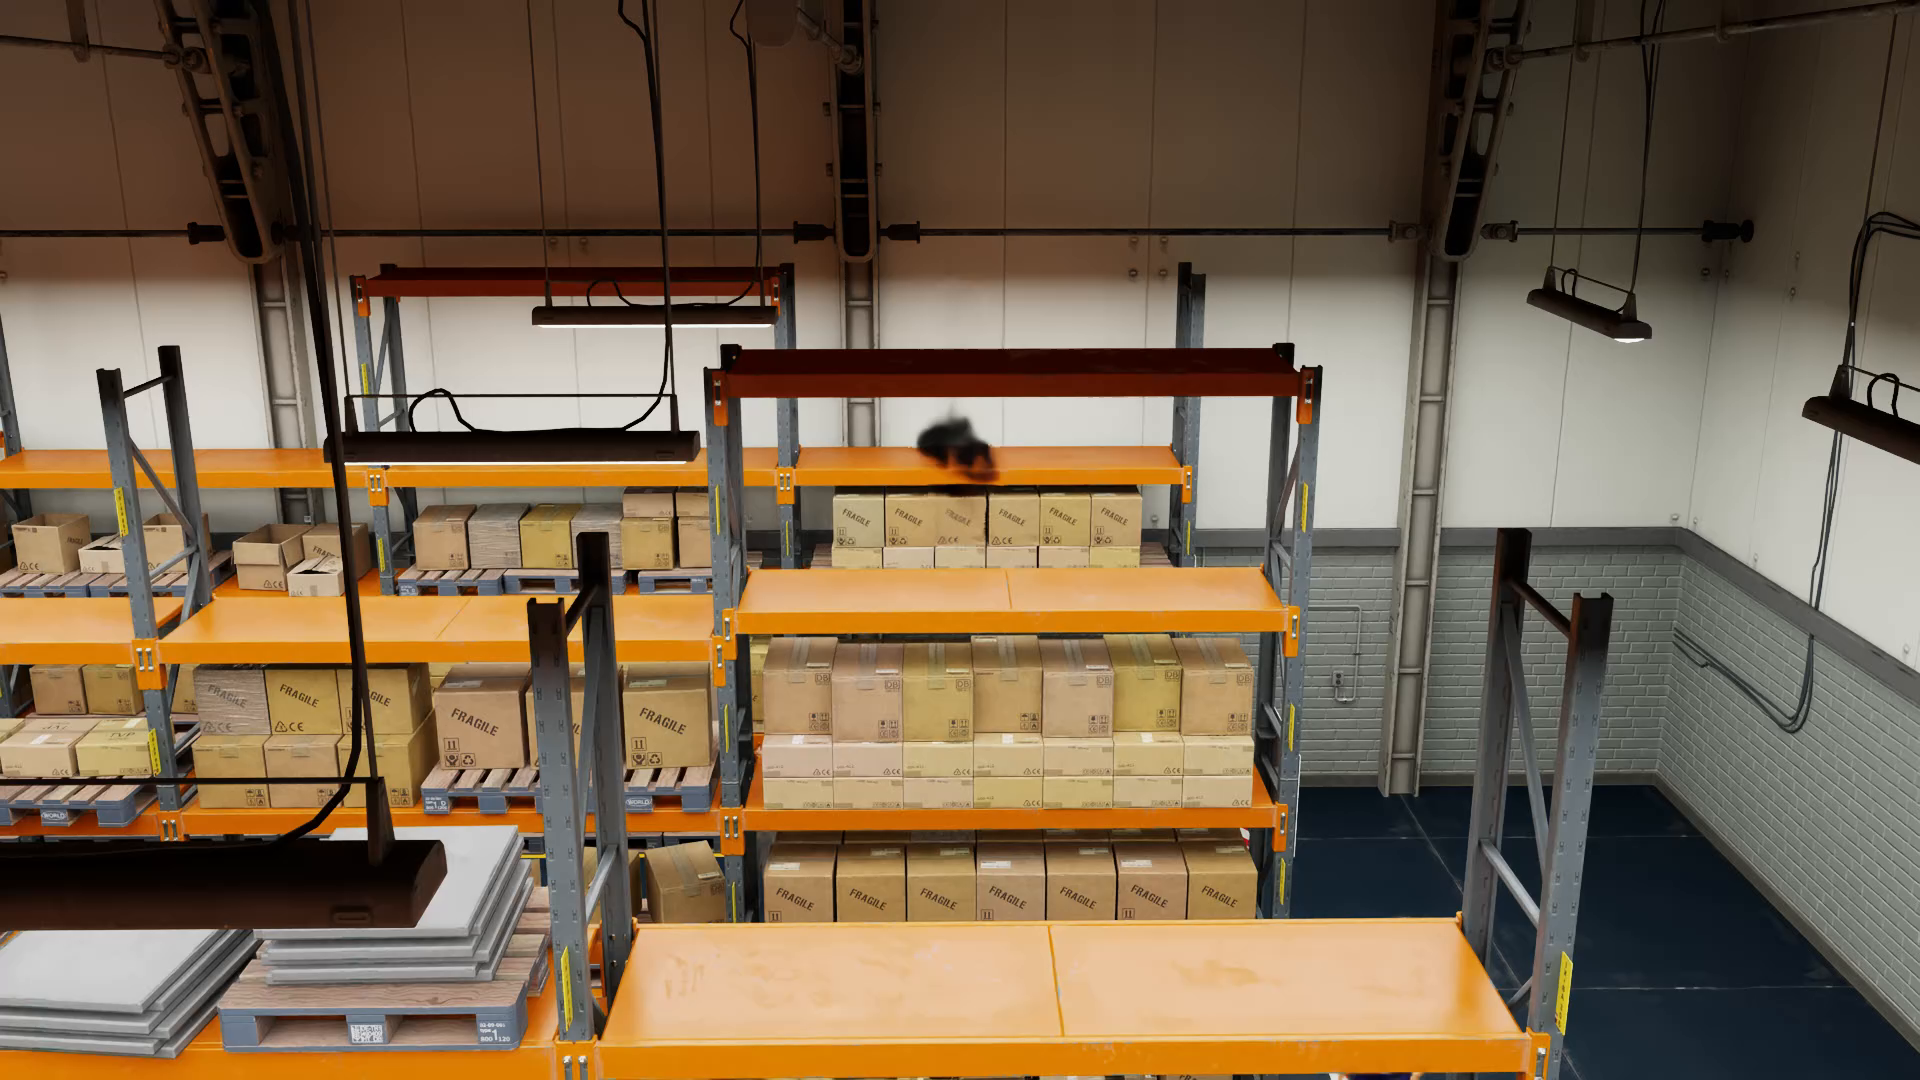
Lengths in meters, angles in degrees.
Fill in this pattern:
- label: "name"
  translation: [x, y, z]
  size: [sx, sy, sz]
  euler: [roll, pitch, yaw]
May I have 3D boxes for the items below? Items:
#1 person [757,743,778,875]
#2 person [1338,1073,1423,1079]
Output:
- label: "person"
  translation: [-1.817, 2.654, 15.481]
  size: [0.811, 1.654, 0.577]
  euler: [-3, 16, -10]
- label: "person"
  translation: [3.054, 3.954, 12.127]
  size: [0.654, 1.601, 0.509]
  euler: [10, 19, 30]
